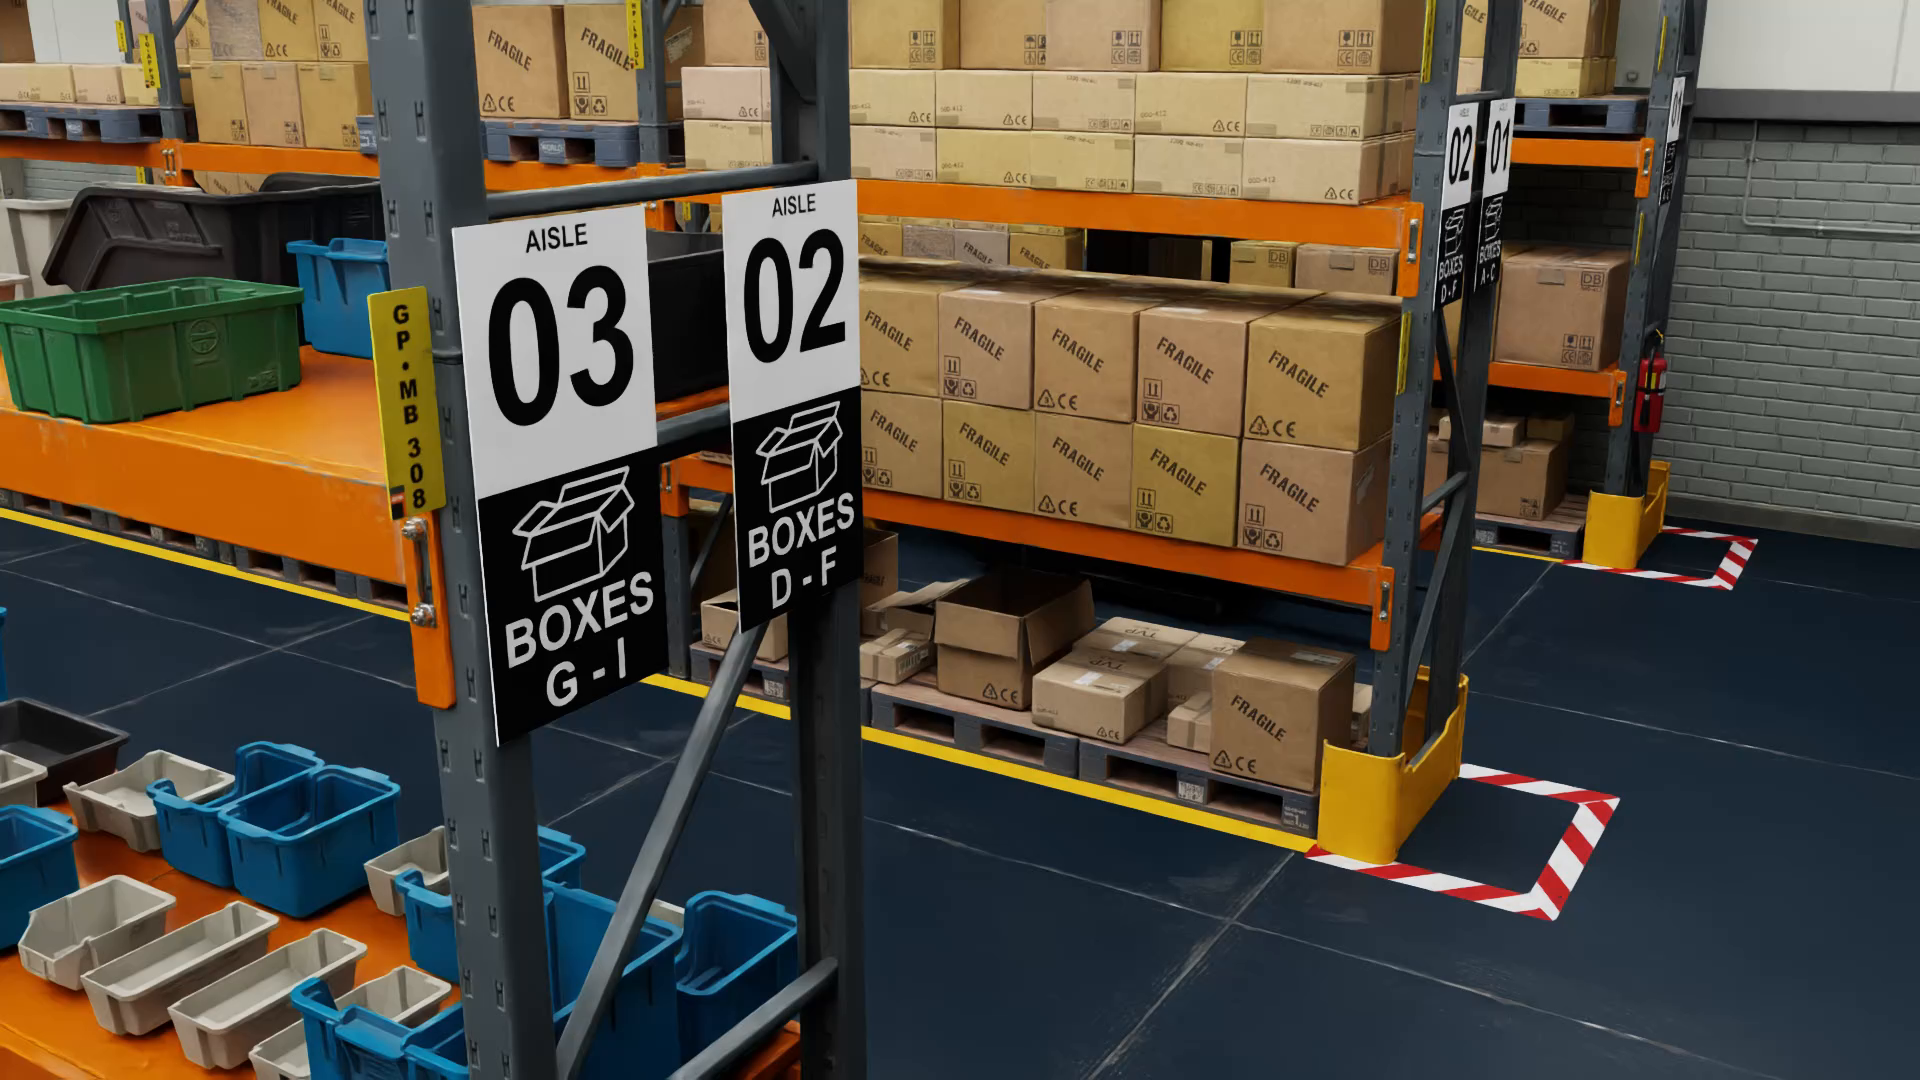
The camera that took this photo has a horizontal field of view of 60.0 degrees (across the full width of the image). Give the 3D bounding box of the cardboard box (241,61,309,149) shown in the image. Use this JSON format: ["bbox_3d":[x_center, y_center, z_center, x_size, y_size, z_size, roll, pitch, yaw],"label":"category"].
[{"bbox_3d":[-3.913,-2.739,10.403,0.500,0.500,0.910,10,20,30],"label":"cardboard box"}]

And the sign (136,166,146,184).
[{"bbox_3d":[-9.249,-4.115,18.779,0.005,0.325,0.100,10,20,30],"label":"sign"}]

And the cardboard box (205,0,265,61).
[{"bbox_3d":[-4.369,-3.285,10.481,0.500,0.500,0.500,10,20,30],"label":"cardboard box"}]

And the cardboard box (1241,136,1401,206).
[{"bbox_3d":[1.504,-1.551,6.922,0.500,0.250,0.500,10,20,30],"label":"cardboard box"}]

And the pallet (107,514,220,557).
[{"bbox_3d":[-5.418,-0.192,12.149,1.213,0.211,1.003,10,20,30],"label":"pallet"}]

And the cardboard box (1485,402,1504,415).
[{"bbox_3d":[3.799,-0.906,12.165,0.250,0.149,0.380,10,20,30],"label":"cardboard box"}]

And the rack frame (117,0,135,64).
[{"bbox_3d":[-8.965,-6.706,18.475,0.127,3.000,1.000,10,20,30],"label":"rack frame"}]

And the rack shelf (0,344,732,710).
[{"bbox_3d":[-2.220,-0.343,3.927,4.000,0.370,1.077,10,20,30],"label":"rack shelf"}]

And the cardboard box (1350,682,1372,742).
[{"bbox_3d":[1.903,0.830,8.134,0.250,0.149,0.380,10,20,30],"label":"cardboard box"}]

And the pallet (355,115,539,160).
[{"bbox_3d":[-2.733,-2.402,9.789,1.003,0.211,1.213,10,20,30],"label":"pallet"}]

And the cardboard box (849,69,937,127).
[{"bbox_3d":[-0.197,-2.095,7.855,0.500,0.250,0.500,10,20,30],"label":"cardboard box"}]

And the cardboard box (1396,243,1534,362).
[{"bbox_3d":[3.603,-1.728,11.894,0.700,0.700,0.980,10,20,30],"label":"cardboard box"}]

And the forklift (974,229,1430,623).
[{"bbox_3d":[1.587,-1.067,10.351,3.031,2.935,1.130,12,21,34],"label":"forklift"}]

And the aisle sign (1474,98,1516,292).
[{"bbox_3d":[2.292,-1.481,7.122,0.004,0.787,0.394,10,20,30],"label":"aisle sign"}]

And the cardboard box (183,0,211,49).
[{"bbox_3d":[-7.920,-5.524,17.817,0.500,0.500,0.500,11,20,32],"label":"cardboard box"}]

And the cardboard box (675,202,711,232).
[{"bbox_3d":[-2.554,-2.946,15.490,0.500,0.500,0.700,8,18,24],"label":"cardboard box"}]

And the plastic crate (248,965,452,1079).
[{"bbox_3d":[-1.305,1.070,3.548,0.243,0.136,0.396,10,20,30],"label":"plastic crate"}]

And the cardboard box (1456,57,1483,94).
[{"bbox_3d":[3.462,-3.139,11.255,0.500,0.250,0.500,9,19,28],"label":"cardboard box"}]

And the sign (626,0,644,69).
[{"bbox_3d":[-1.616,-2.516,8.274,0.005,0.325,0.100,10,20,30],"label":"sign"}]

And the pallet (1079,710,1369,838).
[{"bbox_3d":[1.335,1.028,8.136,1.213,0.211,1.003,10,20,30],"label":"pallet"}]

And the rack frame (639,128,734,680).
[{"bbox_3d":[-1.329,-0.783,9.297,0.127,3.000,1.000,10,20,30],"label":"rack frame"}]

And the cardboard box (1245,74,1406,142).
[{"bbox_3d":[1.509,-1.792,6.857,0.500,0.250,0.500,10,20,30],"label":"cardboard box"}]

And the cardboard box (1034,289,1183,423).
[{"bbox_3d":[0.681,-0.854,7.641,0.500,0.500,0.500,11,20,32],"label":"cardboard box"}]

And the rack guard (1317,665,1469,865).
[{"bbox_3d":[2.015,1.010,7.695,0.348,0.500,1.175,10,20,30],"label":"rack guard"}]

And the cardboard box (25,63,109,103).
[{"bbox_3d":[-6.091,-3.176,11.550,0.500,0.250,0.500,10,19,29],"label":"cardboard box"}]

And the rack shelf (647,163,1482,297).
[{"bbox_3d":[0.376,-1.570,7.964,4.000,0.370,1.077,10,20,30],"label":"rack shelf"}]

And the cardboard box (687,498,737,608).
[{"bbox_3d":[-1.613,0.069,10.037,0.500,0.500,0.500,9,19,28],"label":"cardboard box"}]

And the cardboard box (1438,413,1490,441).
[{"bbox_3d":[3.597,-0.812,11.855,0.250,0.149,0.380,11,20,32],"label":"cardboard box"}]

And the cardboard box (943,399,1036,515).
[{"bbox_3d":[0.260,-0.455,8.046,0.500,0.500,0.500,10,19,29],"label":"cardboard box"}]

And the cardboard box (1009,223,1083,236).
[{"bbox_3d":[0.729,-2.576,13.194,0.500,0.250,0.500,11,20,31],"label":"cardboard box"}]

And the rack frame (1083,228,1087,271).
[{"bbox_3d":[1.261,-2.010,13.338,0.127,3.000,1.000,10,20,30],"label":"rack frame"}]

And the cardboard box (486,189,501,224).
[{"bbox_3d":[-4.668,-3.313,16.697,0.500,0.500,0.700,13,21,36],"label":"cardboard box"}]

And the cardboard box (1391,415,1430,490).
[{"bbox_3d":[1.840,-0.355,7.717,0.500,0.500,0.500,11,20,31],"label":"cardboard box"}]

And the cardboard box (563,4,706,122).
[{"bbox_3d":[-1.719,-2.609,9.083,0.600,0.600,0.600,8,19,25],"label":"cardboard box"}]

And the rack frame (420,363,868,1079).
[{"bbox_3d":[-0.516,1.052,3.257,0.127,3.000,1.000,10,20,30],"label":"rack frame"}]

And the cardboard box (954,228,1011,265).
[{"bbox_3d":[0.295,-2.293,13.550,0.500,0.500,0.500,10,20,31],"label":"cardboard box"}]

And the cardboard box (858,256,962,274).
[{"bbox_3d":[-0.324,-1.219,8.841,0.500,0.500,0.500,10,19,29],"label":"cardboard box"}]

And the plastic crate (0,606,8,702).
[{"bbox_3d":[-3.348,0.409,5.298,0.575,0.384,0.392,10,20,30],"label":"plastic crate"}]

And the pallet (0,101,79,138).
[{"bbox_3d":[-6.317,-2.986,11.716,1.213,0.211,1.003,11,20,33],"label":"pallet"}]

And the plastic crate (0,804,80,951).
[{"bbox_3d":[-2.400,0.854,4.092,0.300,0.233,0.416,10,20,30],"label":"plastic crate"}]

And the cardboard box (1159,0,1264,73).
[{"bbox_3d":[1.252,-2.307,7.262,0.500,0.500,0.700,10,20,30],"label":"cardboard box"}]

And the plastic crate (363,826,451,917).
[{"bbox_3d":[-1.362,0.858,4.247,0.298,0.136,0.250,10,20,30],"label":"plastic crate"}]

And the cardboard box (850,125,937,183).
[{"bbox_3d":[-0.195,-1.857,7.932,0.500,0.250,0.500,10,20,30],"label":"cardboard box"}]

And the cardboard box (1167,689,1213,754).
[{"bbox_3d":[1.190,0.865,7.990,0.250,0.166,0.380,10,20,30],"label":"cardboard box"}]

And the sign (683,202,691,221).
[{"bbox_3d":[-2.424,-2.999,14.737,0.005,0.325,0.100,10,20,30],"label":"sign"}]

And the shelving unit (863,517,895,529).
[{"bbox_3d":[-0.091,-0.737,11.728,1.083,1.500,0.587,10,20,31],"label":"shelving unit"}]

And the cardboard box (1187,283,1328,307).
[{"bbox_3d":[1.390,-0.911,7.827,0.500,0.500,0.500,10,20,31],"label":"cardboard box"}]

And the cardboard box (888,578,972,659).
[{"bbox_3d":[-0.056,0.424,9.194,0.500,0.311,0.500,10,20,30],"label":"cardboard box"}]

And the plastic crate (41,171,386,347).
[{"bbox_3d":[-1.674,-0.654,3.819,0.767,0.338,0.504,10,20,30],"label":"plastic crate"}]

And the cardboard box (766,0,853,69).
[{"bbox_3d":[-0.543,-2.569,8.123,0.500,0.500,0.700,10,20,30],"label":"cardboard box"}]

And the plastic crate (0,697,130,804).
[{"bbox_3d":[-2.830,0.650,4.950,0.590,0.125,0.437,10,20,30],"label":"plastic crate"}]

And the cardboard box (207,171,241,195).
[{"bbox_3d":[-7.862,-3.827,18.253,0.500,0.500,0.500,9,19,28],"label":"cardboard box"}]
